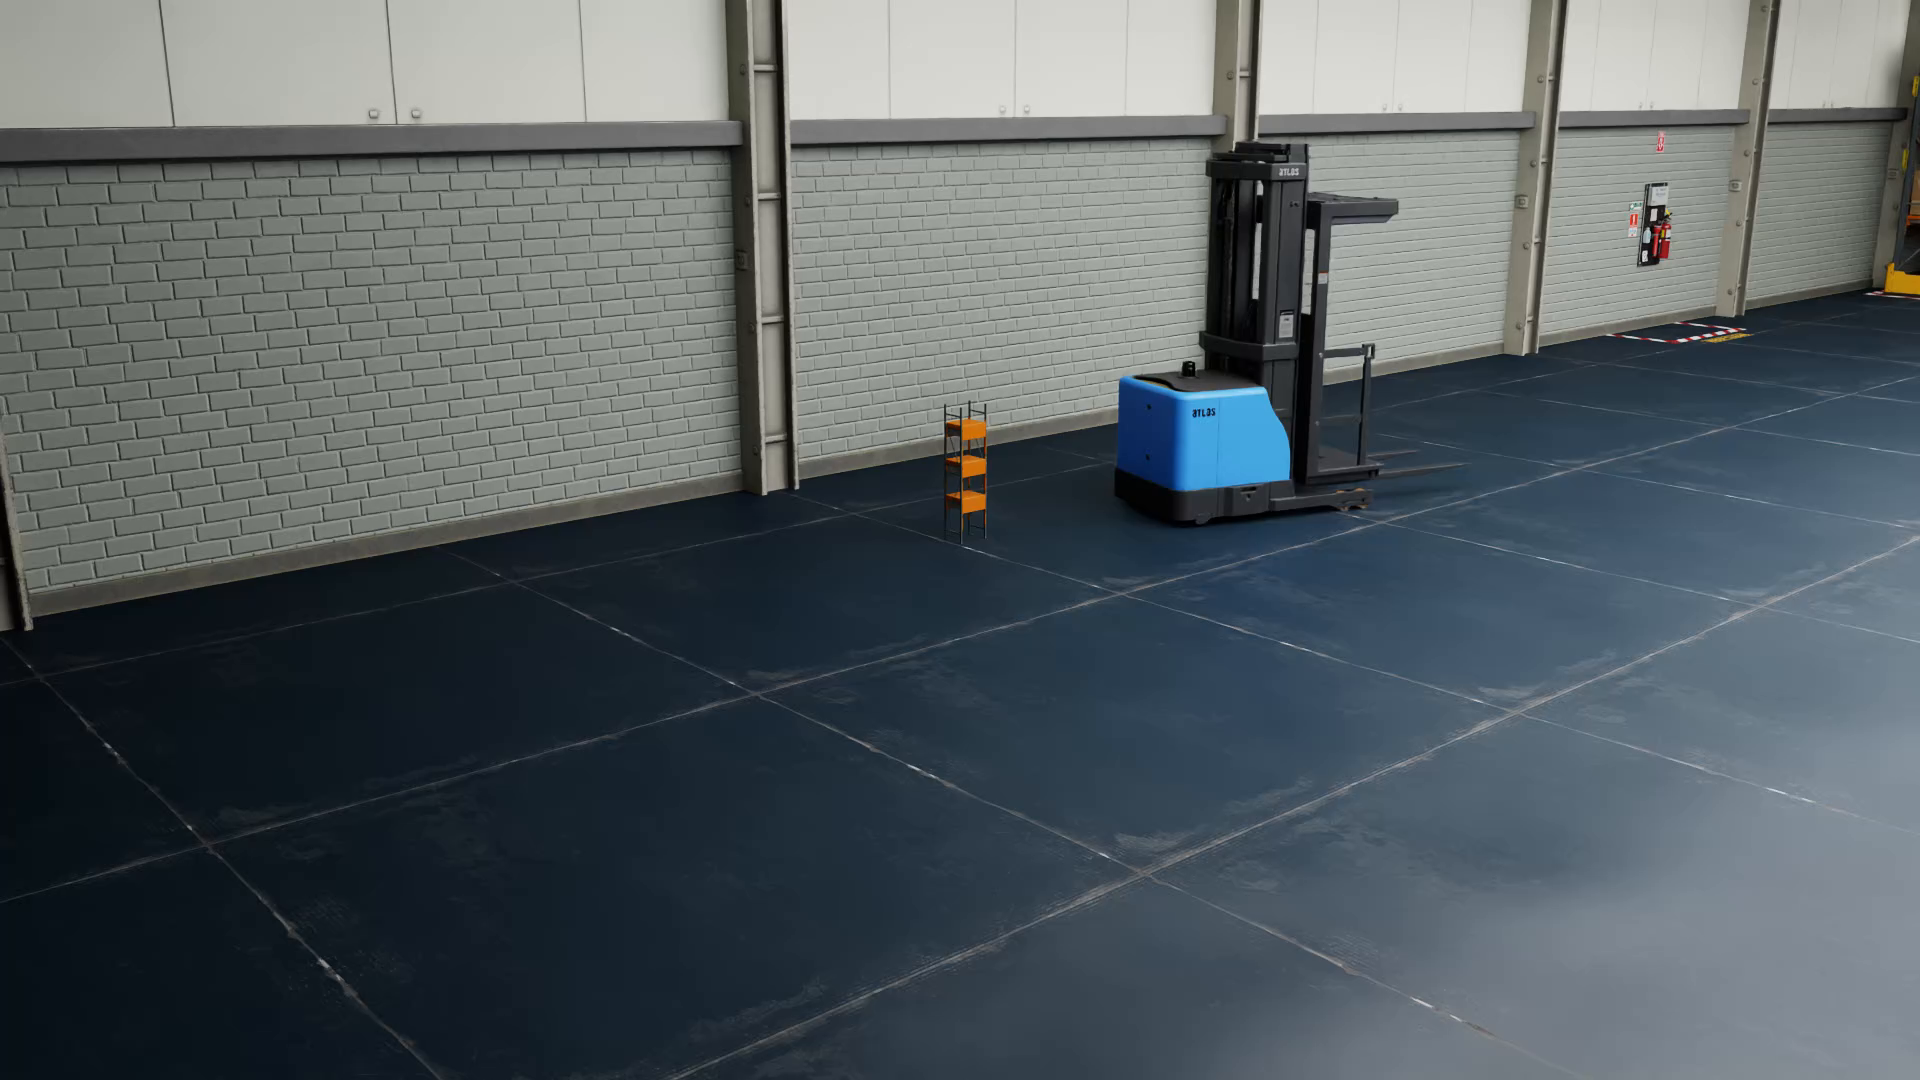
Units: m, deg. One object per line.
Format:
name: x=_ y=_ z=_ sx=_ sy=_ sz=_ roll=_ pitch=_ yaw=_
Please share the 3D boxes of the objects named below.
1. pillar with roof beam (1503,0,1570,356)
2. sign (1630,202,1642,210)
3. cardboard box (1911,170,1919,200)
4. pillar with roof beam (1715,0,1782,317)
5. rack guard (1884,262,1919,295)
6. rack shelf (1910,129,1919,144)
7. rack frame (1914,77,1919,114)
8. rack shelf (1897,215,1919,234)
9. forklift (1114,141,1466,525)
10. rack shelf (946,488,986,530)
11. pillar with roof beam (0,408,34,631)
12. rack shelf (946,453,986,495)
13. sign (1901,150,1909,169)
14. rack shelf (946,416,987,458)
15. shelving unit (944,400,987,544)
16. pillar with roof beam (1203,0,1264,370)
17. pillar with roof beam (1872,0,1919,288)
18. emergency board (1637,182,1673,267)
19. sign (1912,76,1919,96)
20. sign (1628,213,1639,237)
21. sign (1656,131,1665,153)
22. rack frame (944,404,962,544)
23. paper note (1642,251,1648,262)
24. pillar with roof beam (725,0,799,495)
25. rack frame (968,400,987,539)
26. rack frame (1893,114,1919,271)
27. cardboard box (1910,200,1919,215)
pillar with roof beam: x=10.239 y=-5.986 z=17.723 sx=0.400 sy=9.000 sz=9.100 roll=-13 pitch=19 yaw=-39
sign: x=9.574 y=-4.730 z=23.549 sx=0.331 sy=0.109 sz=0.001 roll=-13 pitch=19 yaw=-39
cardboard box: x=16.721 y=-6.093 z=28.545 sx=0.500 sy=0.500 sz=0.500 roll=-13 pitch=20 yaw=-40
pillar with roof beam: x=14.765 y=-7.003 z=21.529 sx=0.400 sy=9.000 sz=9.100 roll=-13 pitch=19 yaw=-39
rack guard: x=16.562 y=-4.477 z=28.542 sx=0.348 sy=0.500 sz=1.175 roll=-13 pitch=19 yaw=-39
rack shelf: x=18.014 y=-7.112 z=29.145 sx=4.000 sy=0.370 sz=1.077 roll=-13 pitch=19 yaw=-39
rack frame: x=16.505 y=-8.570 z=27.397 sx=0.127 sy=3.000 sz=1.000 roll=-13 pitch=19 yaw=-39
rack shelf: x=18.014 y=-5.663 z=29.533 sx=4.000 sy=0.370 sz=1.077 roll=-13 pitch=19 yaw=-39
forklift: x=2.849 y=-1.771 z=13.701 sx=3.031 sy=2.935 sz=1.130 roll=-7 pitch=16 yaw=-24
rack shelf: x=0.040 y=-0.238 z=12.723 sx=0.240 sy=0.259 sz=0.215 roll=-13 pitch=19 yaw=-39
pillar with roof beam: x=-3.340 y=-2.937 z=6.308 sx=0.400 sy=9.000 sz=9.100 roll=-13 pitch=19 yaw=-39
rack shelf: x=0.040 y=-0.506 z=12.651 sx=0.240 sy=0.259 sz=0.215 roll=-13 pitch=19 yaw=-39
sign: x=16.156 y=-6.495 z=28.398 sx=0.005 sy=0.325 sz=0.100 roll=-13 pitch=19 yaw=-39
rack shelf: x=0.040 y=-0.780 z=12.578 sx=0.240 sy=0.259 sz=0.215 roll=-13 pitch=19 yaw=-39
shelving unit: x=0.040 y=-0.516 z=12.648 sx=0.252 sy=1.050 sz=0.215 roll=-13 pitch=19 yaw=-39
pillar with roof beam: x=5.712 y=-4.970 z=13.918 sx=0.400 sy=9.000 sz=9.100 roll=-13 pitch=19 yaw=-39
pillar with roof beam: x=19.291 y=-8.019 z=25.334 sx=0.400 sy=9.000 sz=9.100 roll=-13 pitch=19 yaw=-39
emergency board: x=10.050 y=-4.531 z=23.901 sx=0.643 sy=1.169 sz=0.194 roll=-13 pitch=19 yaw=-39
sign: x=16.156 y=-7.660 z=28.087 sx=0.005 sy=0.325 sz=0.100 roll=-13 pitch=19 yaw=-39
sign: x=9.565 y=-4.475 z=23.621 sx=0.234 sy=0.329 sz=0.001 roll=-13 pitch=19 yaw=-39
sign: x=9.978 y=-5.669 z=23.669 sx=0.199 sy=0.298 sz=0.001 roll=-13 pitch=19 yaw=-39
rack frame: x=-0.052 y=-0.496 z=12.571 sx=0.008 sy=1.050 sz=0.200 roll=-13 pitch=19 yaw=-39
paper note: x=9.871 y=-4.089 z=23.953 sx=0.142 sy=0.148 sz=0.016 roll=-13 pitch=19 yaw=-39
pillar with roof beam: x=1.186 y=-3.953 z=10.113 sx=0.400 sy=9.000 sz=9.100 roll=-13 pitch=19 yaw=-39
rack frame: x=0.132 y=-0.537 z=12.726 sx=0.008 sy=1.050 sz=0.200 roll=-13 pitch=19 yaw=-39
rack frame: x=16.505 y=-5.672 z=28.171 sx=0.127 sy=3.000 sz=1.000 roll=-13 pitch=19 yaw=-39
cardboard box: x=16.730 y=-5.726 z=28.626 sx=0.500 sy=0.250 sz=0.500 roll=-12 pitch=19 yaw=-39
